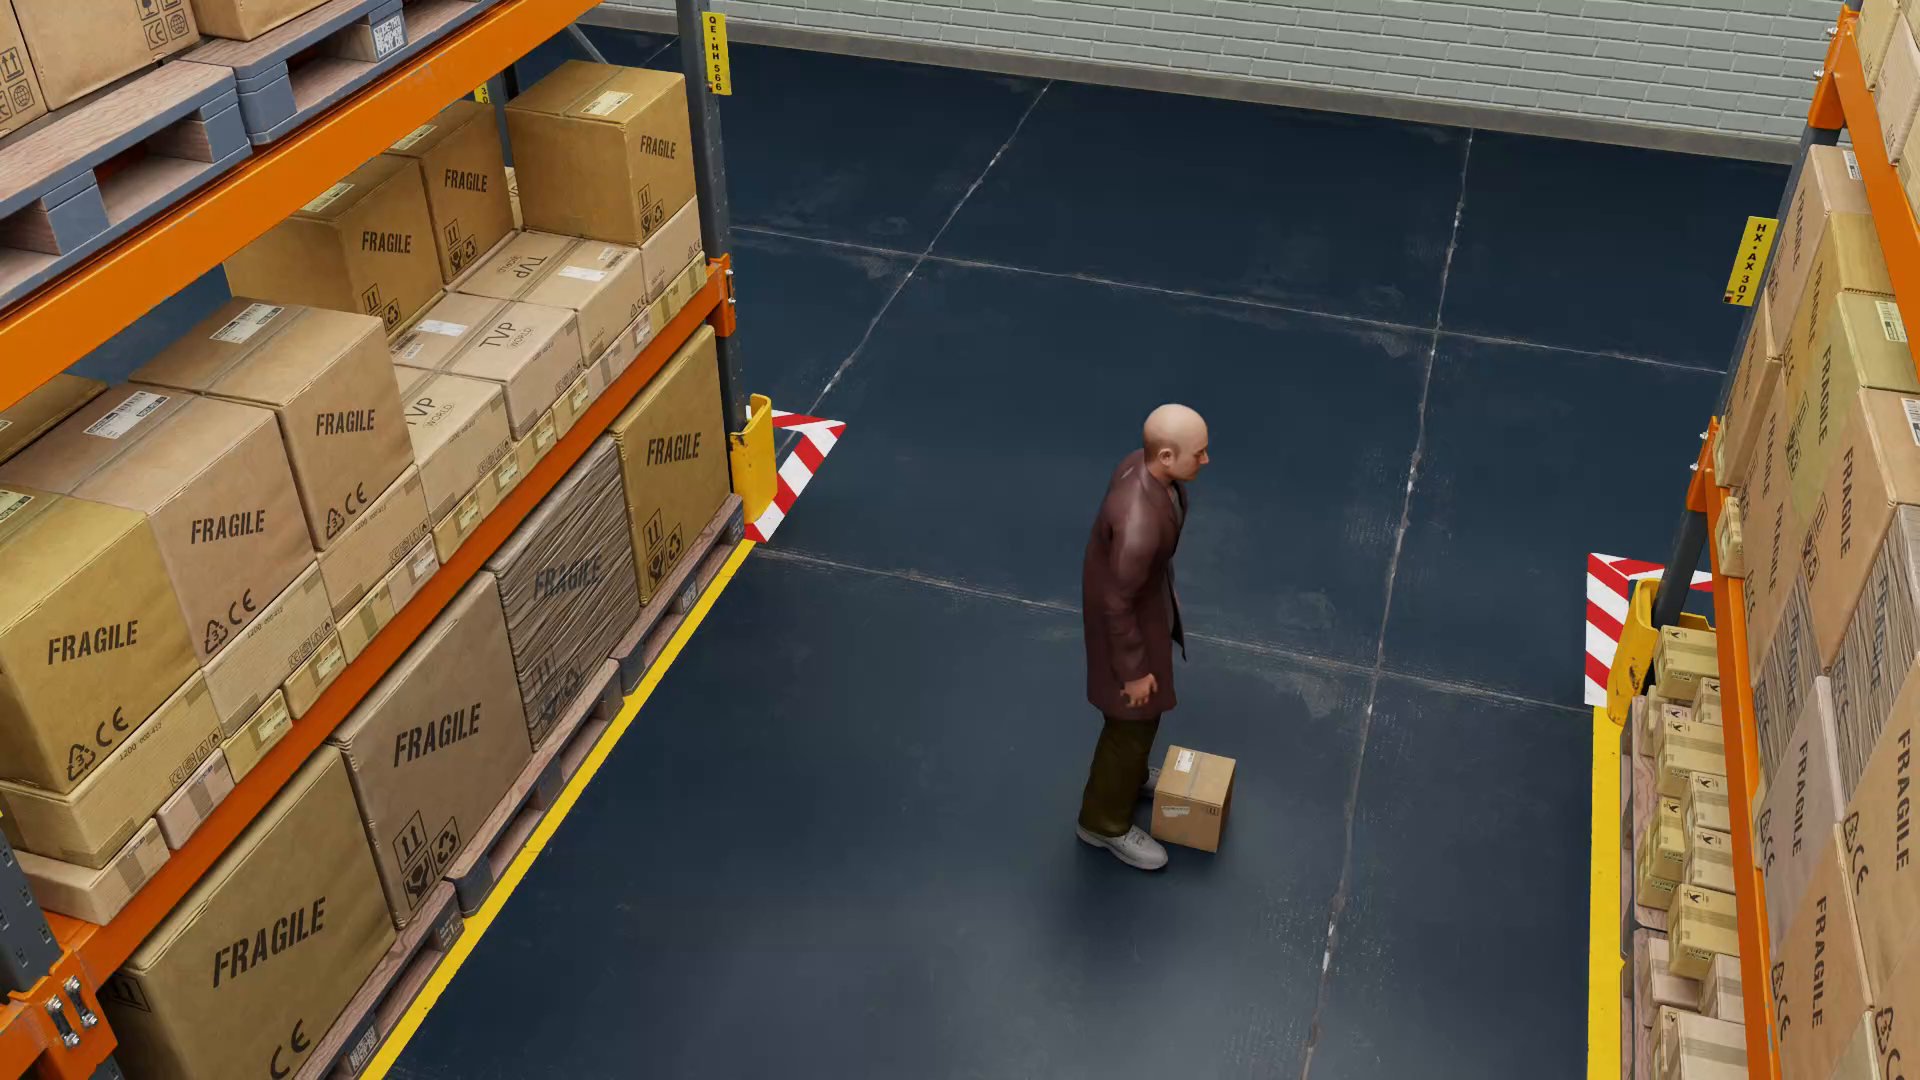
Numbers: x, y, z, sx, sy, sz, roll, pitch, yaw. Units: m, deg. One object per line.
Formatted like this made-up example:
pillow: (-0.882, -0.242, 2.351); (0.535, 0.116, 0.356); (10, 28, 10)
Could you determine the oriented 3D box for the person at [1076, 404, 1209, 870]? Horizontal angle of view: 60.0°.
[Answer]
person: (0.625, 0.301, 5.756); (0.415, 1.774, 0.654); (10, 38, 13)
